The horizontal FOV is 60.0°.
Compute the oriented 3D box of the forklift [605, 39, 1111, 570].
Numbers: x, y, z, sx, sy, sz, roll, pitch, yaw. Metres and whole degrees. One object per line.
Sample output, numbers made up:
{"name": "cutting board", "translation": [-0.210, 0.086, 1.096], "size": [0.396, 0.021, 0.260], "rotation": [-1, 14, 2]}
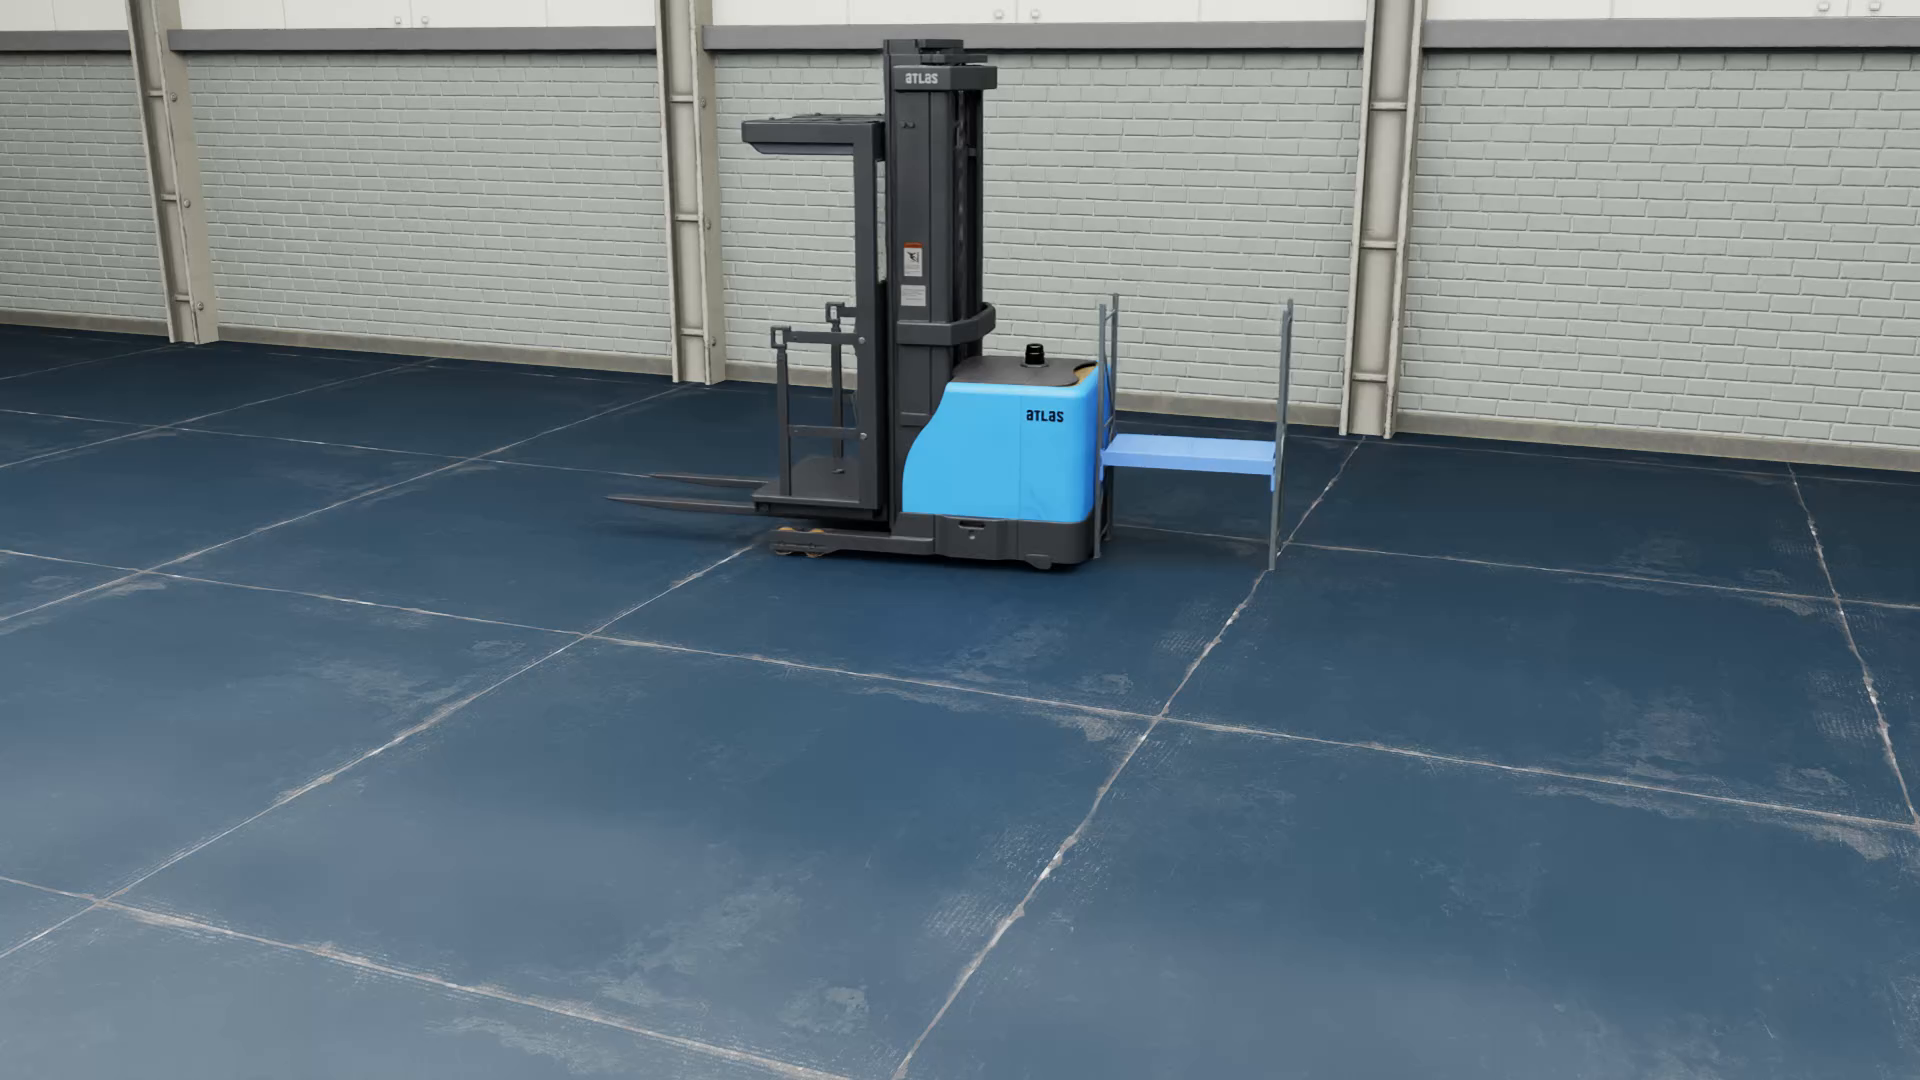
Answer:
{"name": "forklift", "translation": [-0.646, -1.441, 9.880], "size": [3.031, 2.935, 1.130], "rotation": [4, 17, 14]}

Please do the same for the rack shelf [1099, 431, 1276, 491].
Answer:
{"name": "rack shelf", "translation": [1.356, -0.468, 9.740], "size": [1.000, 0.185, 0.538], "rotation": [4, 17, 14]}

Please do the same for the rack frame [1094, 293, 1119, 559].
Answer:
{"name": "rack frame", "translation": [0.863, -0.675, 9.809], "size": [0.032, 1.500, 0.500], "rotation": [4, 17, 14]}

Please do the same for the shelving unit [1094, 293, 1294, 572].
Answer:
{"name": "shelving unit", "translation": [1.356, -0.640, 9.690], "size": [1.048, 1.500, 0.538], "rotation": [4, 17, 14]}

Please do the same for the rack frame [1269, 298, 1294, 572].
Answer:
{"name": "rack frame", "translation": [1.849, -0.606, 9.570], "size": [0.032, 1.500, 0.500], "rotation": [4, 17, 14]}

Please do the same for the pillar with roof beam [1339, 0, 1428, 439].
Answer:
{"name": "pillar with roof beam", "translation": [1.626, -4.049, 7.981], "size": [0.400, 9.000, 9.100], "rotation": [6, 17, 21]}

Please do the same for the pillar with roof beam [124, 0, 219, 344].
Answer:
{"name": "pillar with roof beam", "translation": [-9.537, -5.277, 12.209], "size": [0.400, 9.000, 9.100], "rotation": [6, 17, 21]}

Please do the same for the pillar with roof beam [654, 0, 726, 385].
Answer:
{"name": "pillar with roof beam", "translation": [-3.956, -4.663, 10.095], "size": [0.400, 9.000, 9.100], "rotation": [6, 17, 21]}
